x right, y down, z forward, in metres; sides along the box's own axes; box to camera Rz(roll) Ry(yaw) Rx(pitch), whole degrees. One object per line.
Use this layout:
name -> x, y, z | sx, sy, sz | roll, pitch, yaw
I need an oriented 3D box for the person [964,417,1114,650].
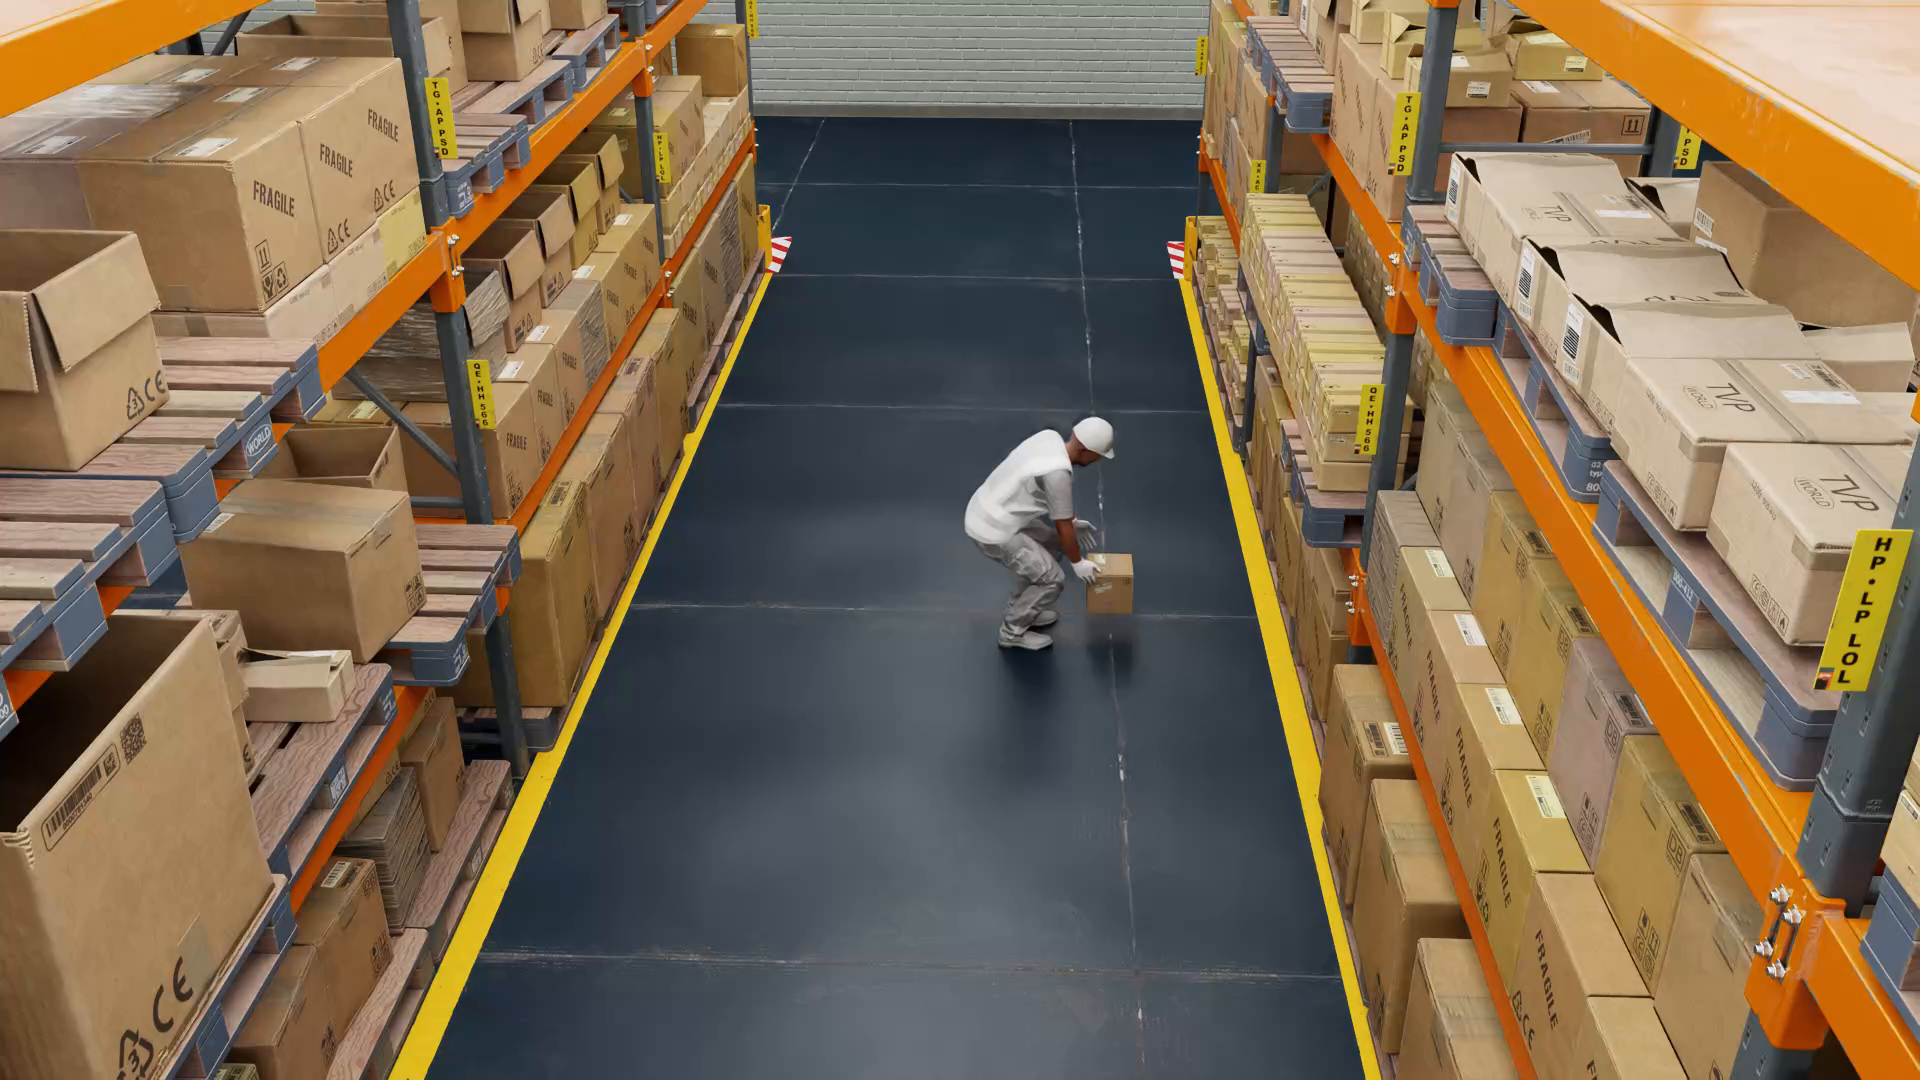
person -> 0.431, -0.073, 9.235 | 0.813, 1.322, 0.612 | 1, 28, 2
